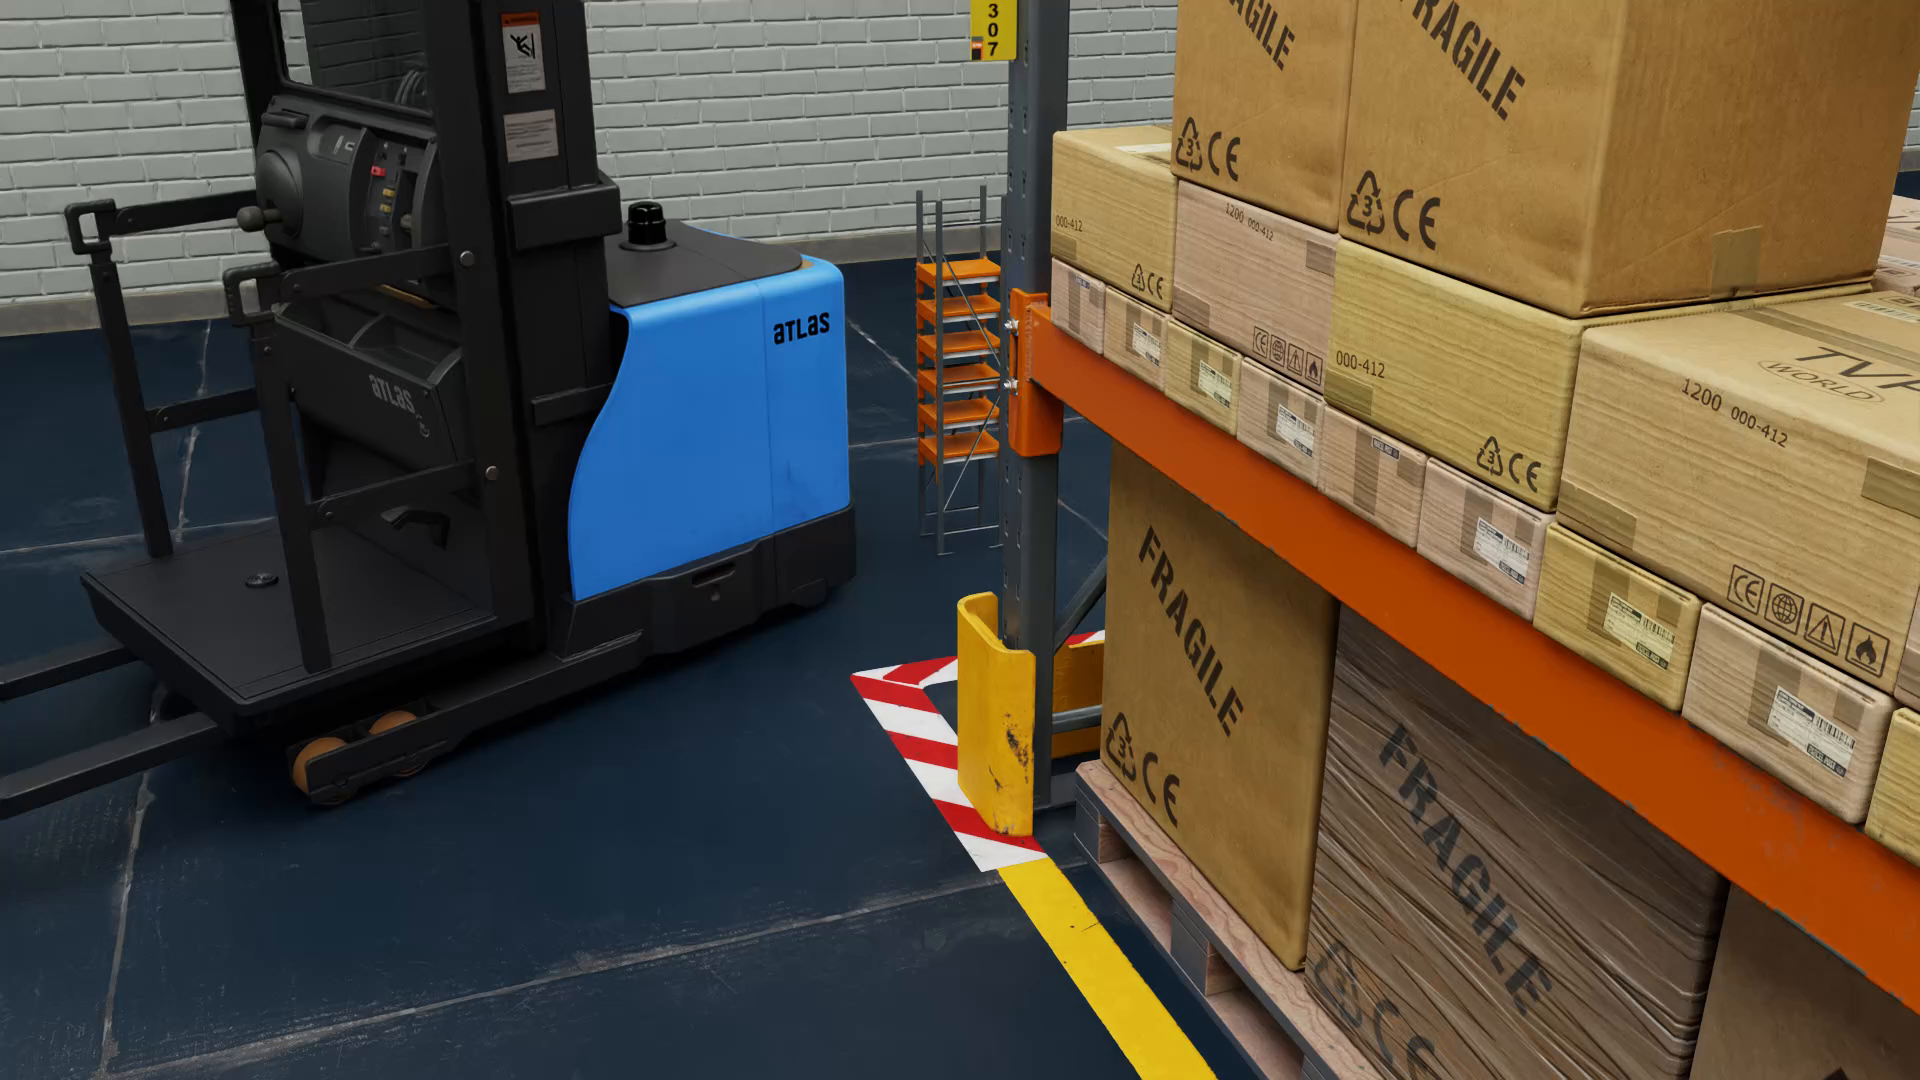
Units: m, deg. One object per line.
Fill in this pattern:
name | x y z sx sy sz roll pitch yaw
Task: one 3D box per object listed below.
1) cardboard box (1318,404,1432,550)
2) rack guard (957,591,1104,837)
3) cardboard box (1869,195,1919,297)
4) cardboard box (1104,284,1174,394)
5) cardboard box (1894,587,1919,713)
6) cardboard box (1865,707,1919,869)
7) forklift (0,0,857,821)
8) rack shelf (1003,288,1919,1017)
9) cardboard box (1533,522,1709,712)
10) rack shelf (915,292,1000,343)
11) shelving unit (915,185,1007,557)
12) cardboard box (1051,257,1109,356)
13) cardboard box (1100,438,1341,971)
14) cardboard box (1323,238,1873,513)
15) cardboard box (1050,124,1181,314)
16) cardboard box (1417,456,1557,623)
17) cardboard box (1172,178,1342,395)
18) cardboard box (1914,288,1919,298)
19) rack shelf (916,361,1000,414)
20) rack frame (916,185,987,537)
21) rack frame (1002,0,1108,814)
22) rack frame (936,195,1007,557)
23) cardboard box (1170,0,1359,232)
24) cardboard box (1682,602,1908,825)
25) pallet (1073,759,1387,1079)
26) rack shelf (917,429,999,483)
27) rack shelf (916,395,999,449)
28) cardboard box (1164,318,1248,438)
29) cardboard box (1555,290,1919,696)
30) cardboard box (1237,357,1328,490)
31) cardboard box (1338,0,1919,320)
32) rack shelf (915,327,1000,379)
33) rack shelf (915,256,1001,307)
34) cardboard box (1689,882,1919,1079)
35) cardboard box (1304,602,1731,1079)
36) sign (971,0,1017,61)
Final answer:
cardboard box | 0.772 -0.123 2.504 0.380 0.149 0.250 -9 24 -20
rack guard | 0.582 0.357 4.260 1.175 0.500 0.348 -8 24 -19
cardboard box | 1.369 -0.345 2.518 0.500 0.250 0.500 -9 25 -21
cardboard box | 0.499 -0.403 3.169 0.380 0.149 0.250 -9 24 -20
cardboard box | 1.237 0.101 1.457 0.500 0.250 0.500 -8 24 -18
cardboard box | 1.135 0.250 1.618 0.380 0.149 0.250 -9 24 -20
forklift | -1.732 -0.912 4.140 3.031 2.935 1.130 -21 31 -40
rack shelf | 1.297 0.272 2.169 1.077 0.370 4.000 -8 24 -19
cardboard box | 0.952 0.062 2.064 0.380 0.149 0.250 -9 24 -20
rack shelf | 0.005 -0.728 5.429 0.258 0.103 0.180 -8 24 -19
shelving unit | 0.005 -0.548 5.504 0.258 1.200 0.189 -8 24 -19
cardboard box | 0.407 -0.496 3.389 0.380 0.149 0.250 -8 24 -18
cardboard box | 0.892 0.221 3.559 0.875 0.875 0.875 -8 24 -19
cardboard box | 0.872 -0.272 2.343 0.500 0.250 0.500 -9 25 -21
cardboard box | 0.508 -0.643 3.224 0.500 0.250 0.500 -9 24 -20
cardboard box | 0.864 -0.030 2.282 0.380 0.149 0.250 -9 24 -20
cardboard box | 0.698 -0.455 2.778 0.500 0.250 0.500 -9 24 -20
cardboard box | 1.557 -0.157 2.070 0.500 0.250 0.500 -8 24 -19
rack shelf | 0.005 -0.507 5.522 0.258 0.103 0.180 -8 24 -19
rack frame | -0.027 -0.581 5.583 0.240 1.200 0.006 -8 24 -19
rack frame | 0.591 -0.786 3.754 1.000 3.000 0.127 -8 24 -19
rack frame | 0.037 -0.514 5.426 0.240 1.200 0.006 -8 24 -19
cardboard box | 0.684 -0.807 2.647 0.500 0.500 0.500 -9 24 -20
cardboard box | 1.046 0.157 1.838 0.380 0.149 0.250 -8 24 -18
pallet | 0.946 0.778 3.632 1.003 0.211 1.213 -8 24 -19
rack shelf | 0.005 -0.286 5.615 0.258 0.103 0.180 -8 24 -19
rack shelf | 0.005 -0.396 5.568 0.258 0.103 0.180 -8 24 -19
cardboard box | 0.590 -0.310 2.948 0.380 0.149 0.250 -9 24 -20
cardboard box | 1.061 -0.083 1.895 0.500 0.250 0.500 -9 24 -20
cardboard box | 0.683 -0.216 2.723 0.380 0.149 0.250 -9 24 -20
cardboard box | 0.873 -0.619 2.202 0.500 0.500 0.500 -9 24 -20
rack shelf | 0.005 -0.617 5.475 0.258 0.103 0.180 -8 24 -19
rack shelf | 0.005 -0.838 5.382 0.258 0.103 0.180 -8 24 -19
cardboard box | 1.528 0.875 2.008 0.875 0.875 0.875 -8 24 -19
cardboard box | 1.213 0.551 2.775 0.875 0.875 0.875 -8 24 -19
sign | 0.069 -1.148 3.395 0.100 0.325 0.005 -8 24 -19
